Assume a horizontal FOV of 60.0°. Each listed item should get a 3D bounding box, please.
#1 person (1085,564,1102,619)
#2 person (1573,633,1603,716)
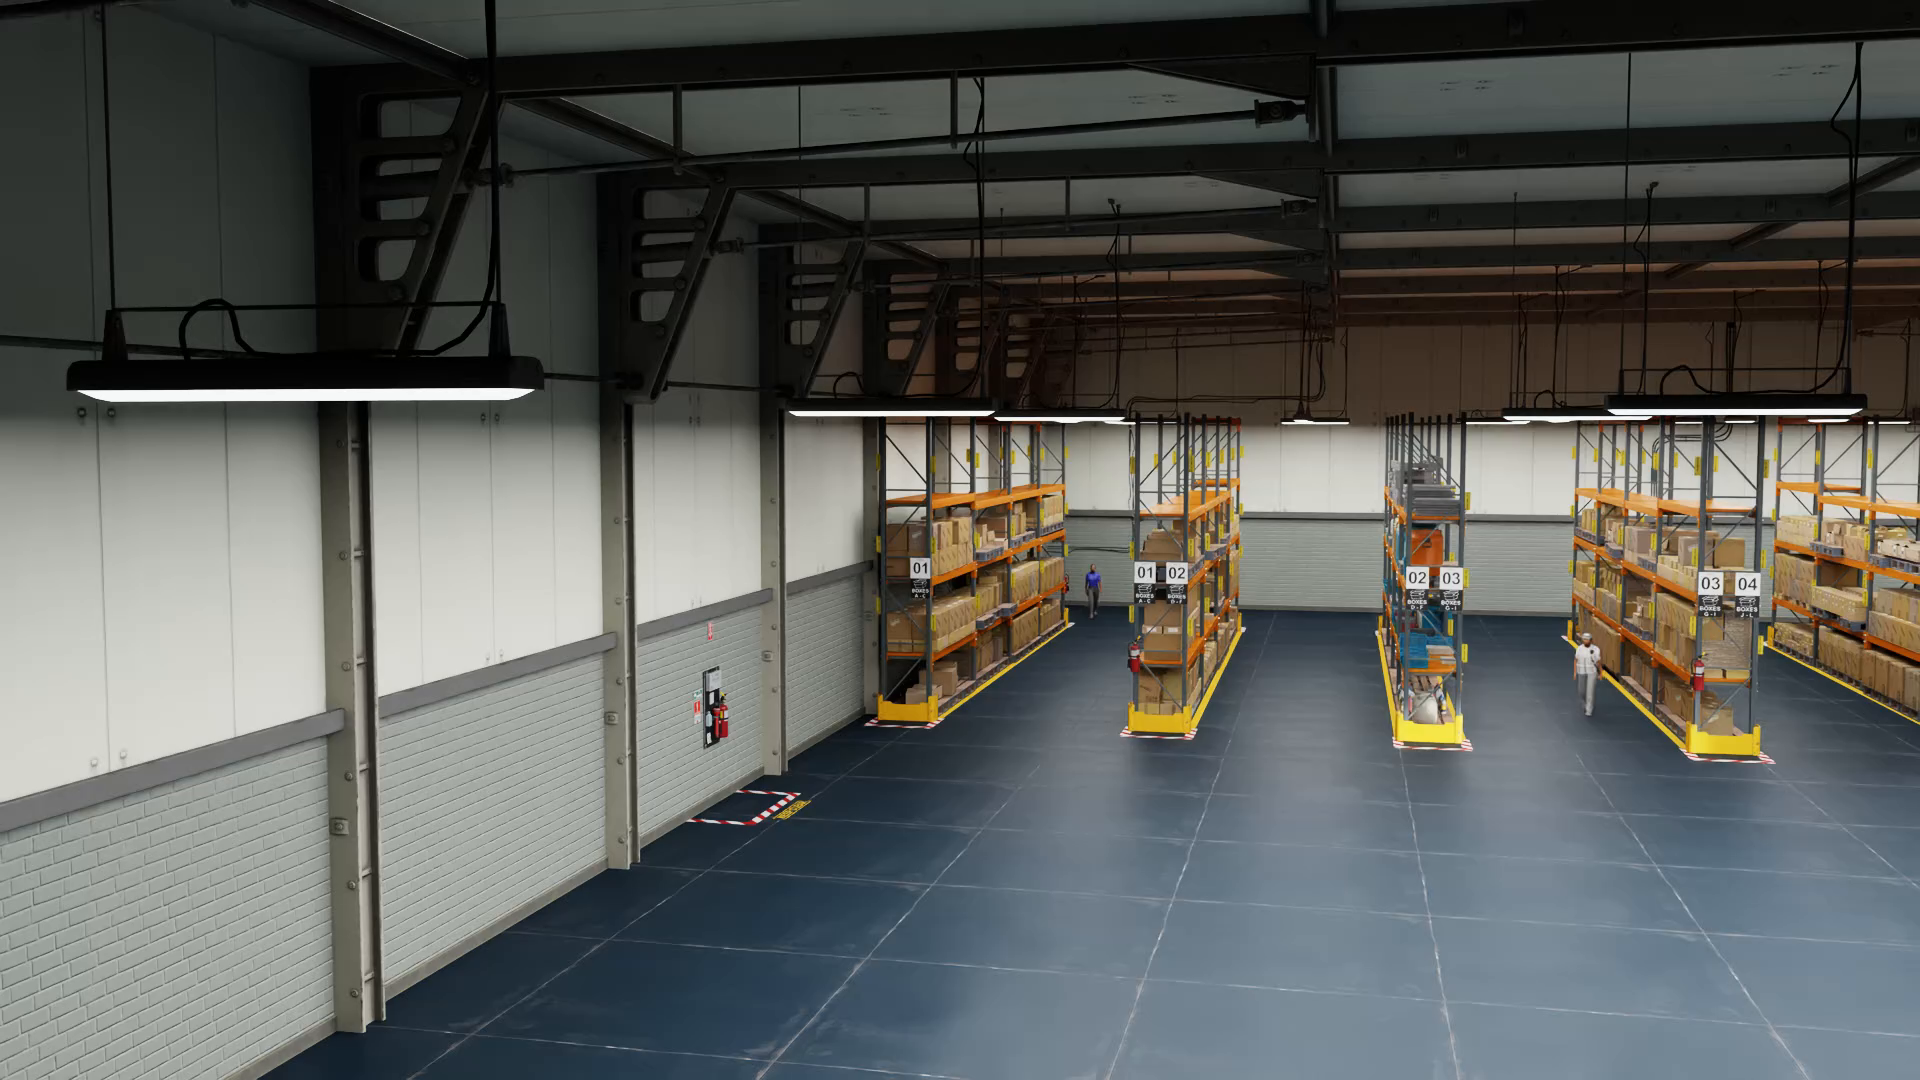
[{"bbox_3d":[4.012,1.529,49.946,0.469,1.587,1.003,0,4,-2],"label":"person"},{"bbox_3d":[12.554,2.653,33.231,0.535,1.611,0.996,2,5,31],"label":"person"}]
